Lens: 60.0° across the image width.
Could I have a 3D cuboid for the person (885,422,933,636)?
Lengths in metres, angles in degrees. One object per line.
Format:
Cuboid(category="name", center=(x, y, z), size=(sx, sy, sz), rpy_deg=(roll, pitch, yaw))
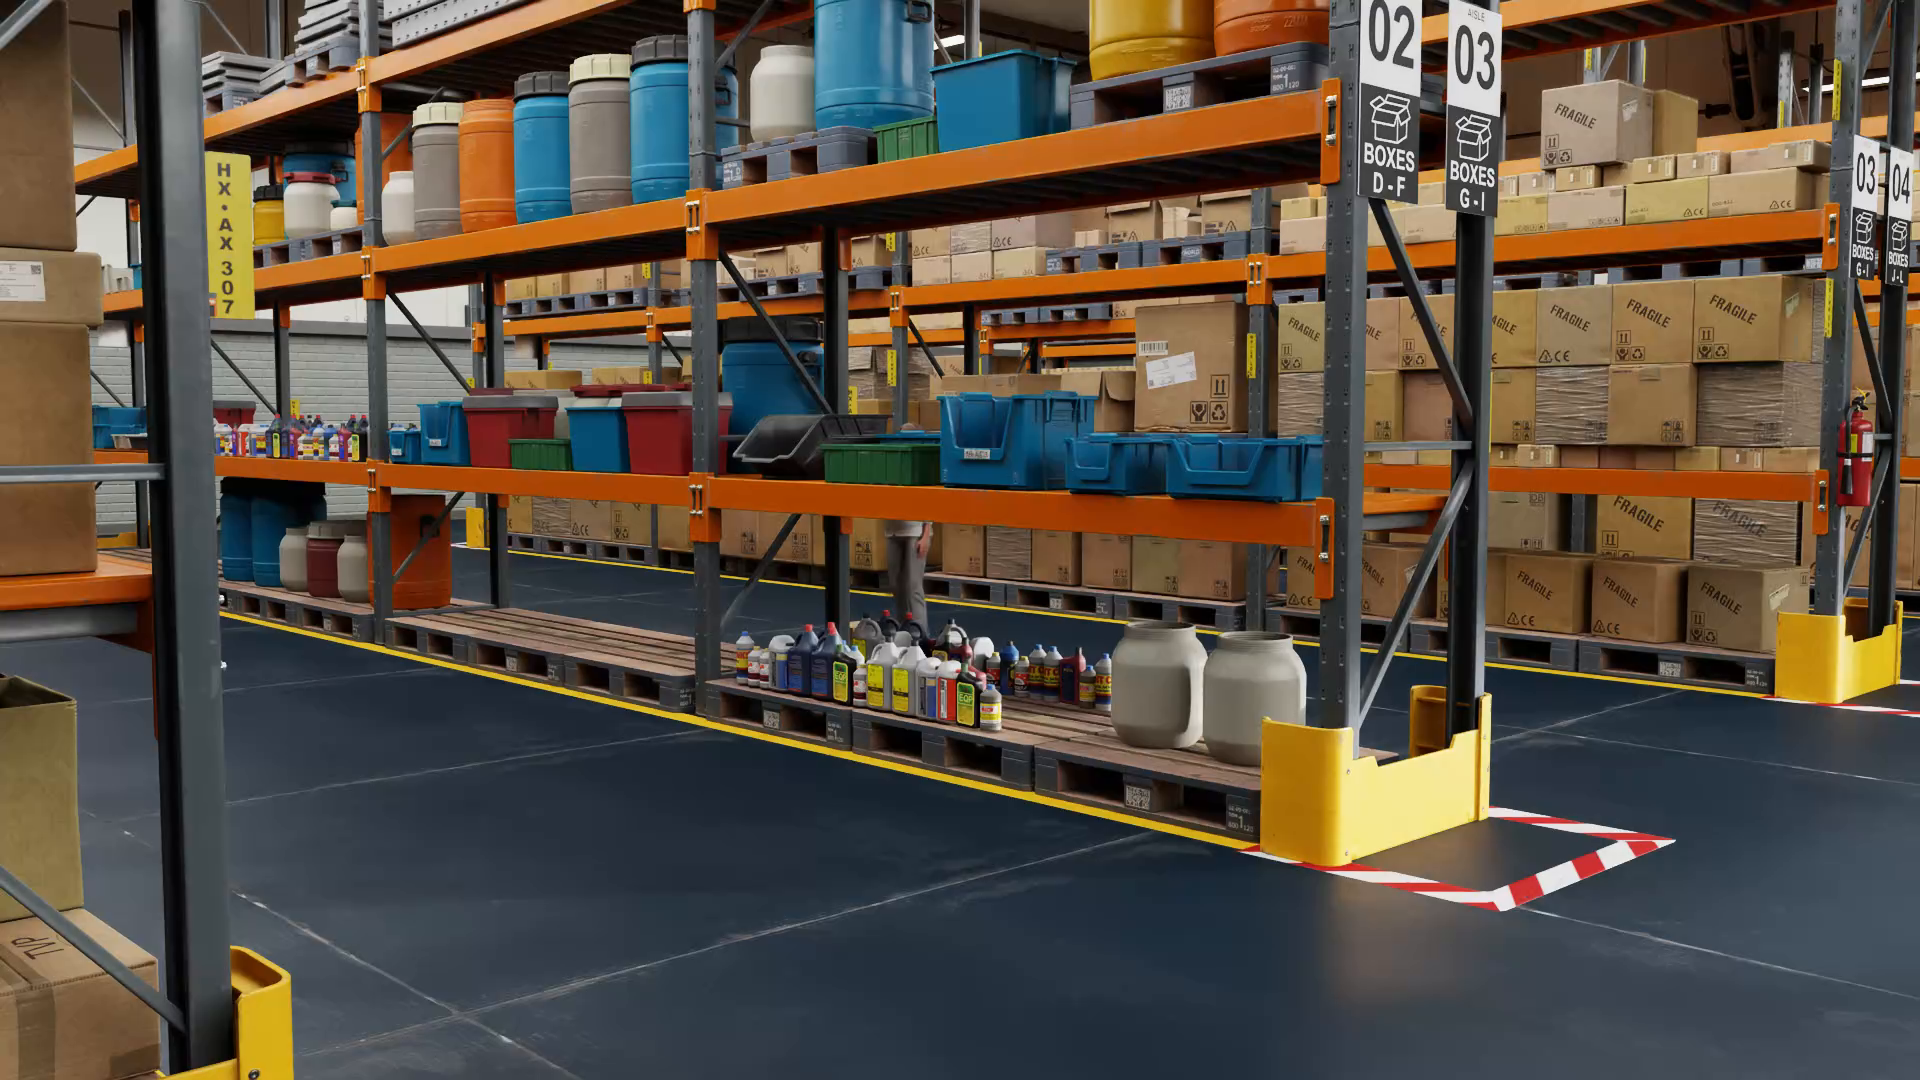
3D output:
Cuboid(category="person", center=(-0.351, 0.020, 11.366), size=(0.387, 1.655, 0.430), rpy_deg=(-4, 6, -43))
